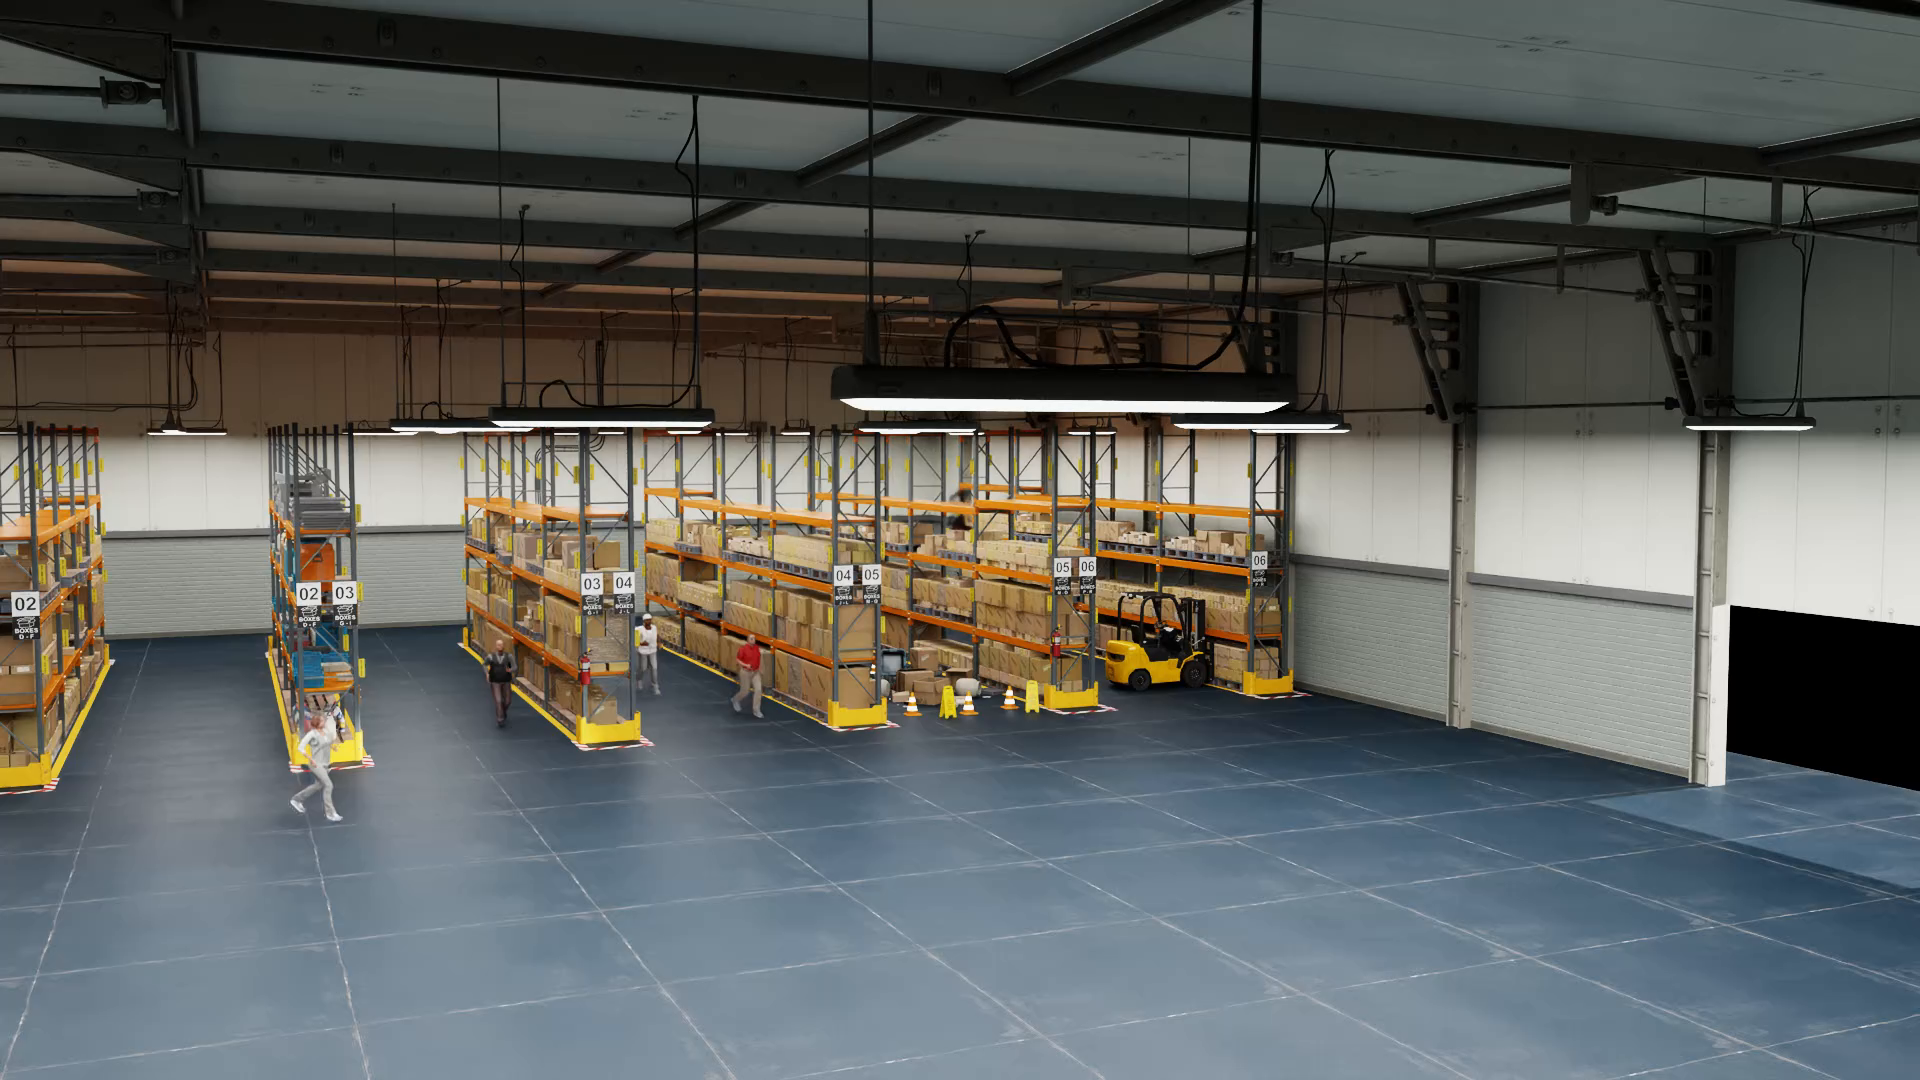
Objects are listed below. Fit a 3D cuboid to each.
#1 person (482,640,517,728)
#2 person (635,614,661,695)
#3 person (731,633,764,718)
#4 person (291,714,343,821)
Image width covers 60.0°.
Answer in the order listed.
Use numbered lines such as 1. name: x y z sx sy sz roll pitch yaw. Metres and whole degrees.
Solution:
1. person: -9.154 2.841 33.116 0.667 1.699 0.915 -1 4 -23
2. person: -7.008 2.537 37.268 0.716 1.786 0.937 -2 4 -34
3. person: -4.370 2.776 34.326 0.648 1.725 0.930 -3 5 -40
4. person: -9.651 3.402 24.947 0.815 1.602 0.526 0 4 6
